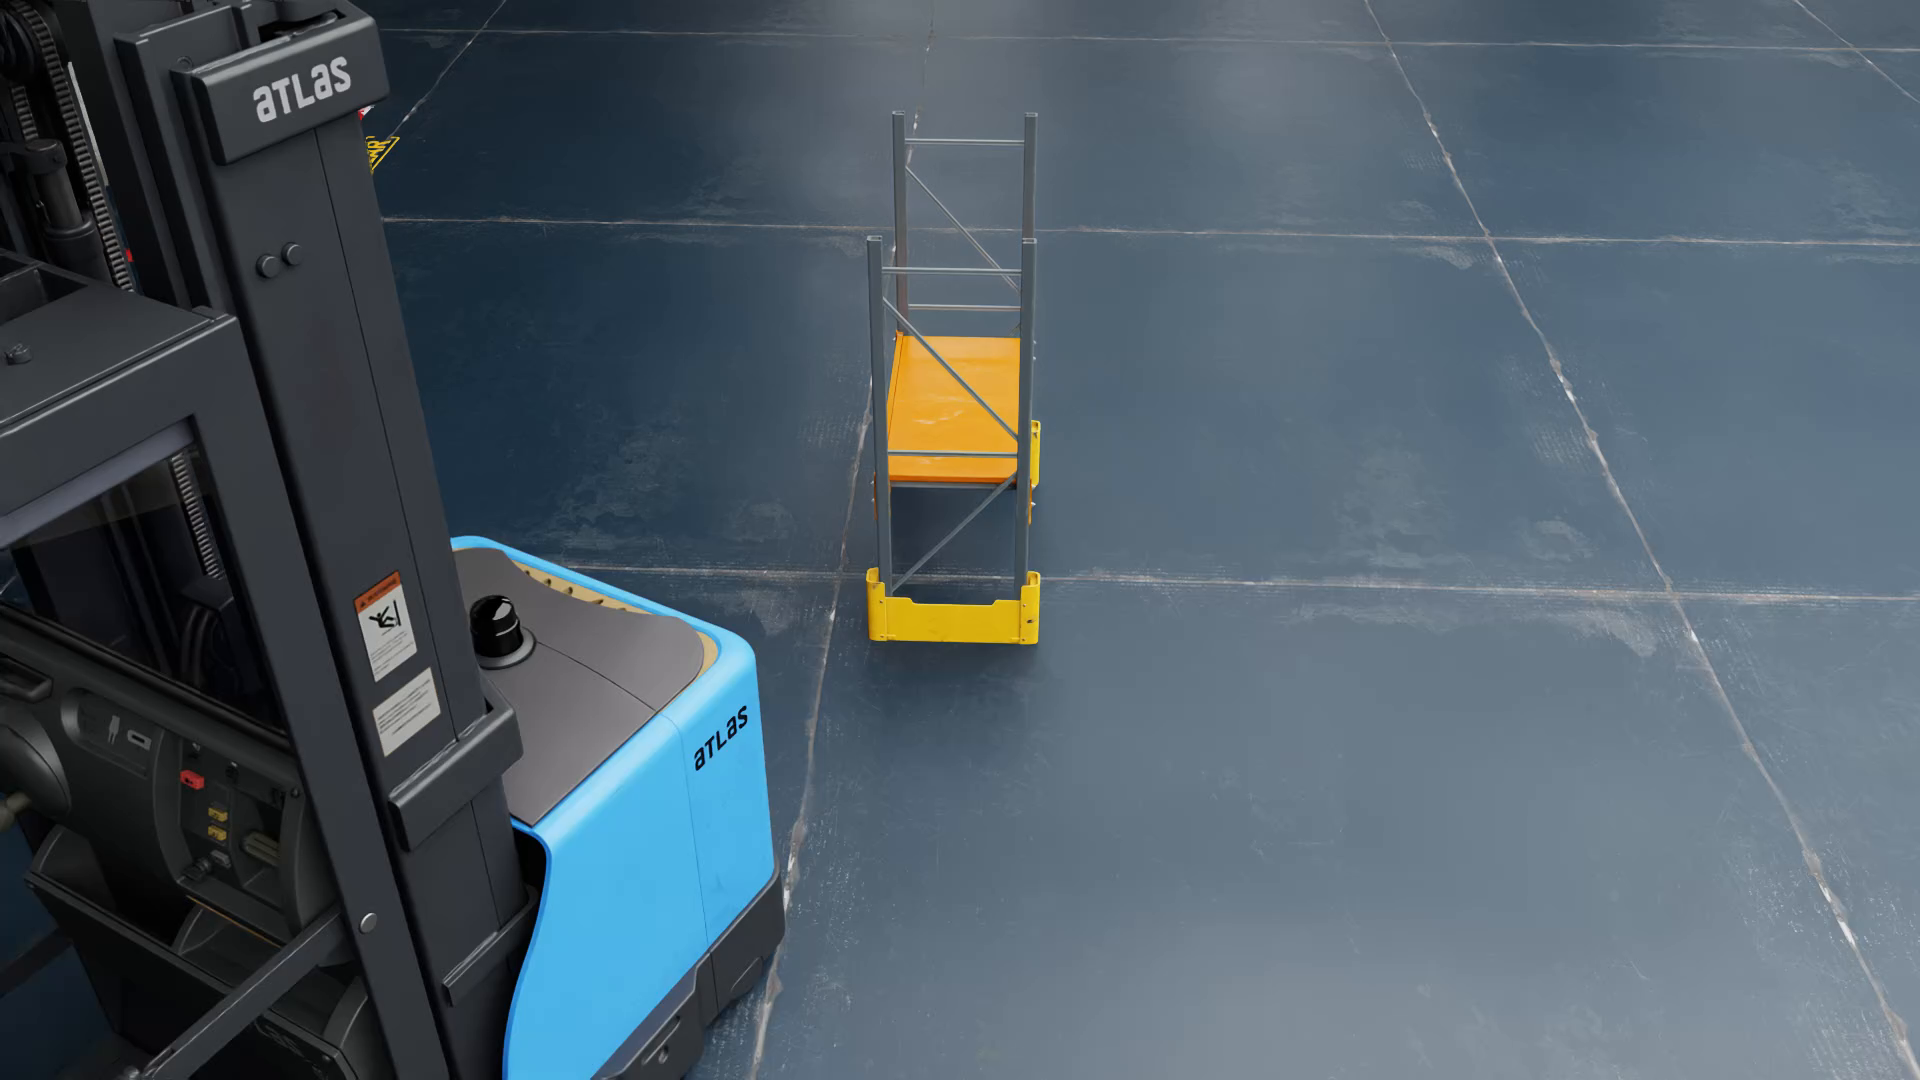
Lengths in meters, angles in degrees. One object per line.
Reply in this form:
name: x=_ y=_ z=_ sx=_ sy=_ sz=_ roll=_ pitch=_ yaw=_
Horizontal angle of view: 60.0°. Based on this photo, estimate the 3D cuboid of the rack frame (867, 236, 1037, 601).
rack frame: x=-0.024 y=-0.273 z=5.333 sx=0.500 sy=1.500 sz=0.032 roll=1 pitch=35 yaw=2

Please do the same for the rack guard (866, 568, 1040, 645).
rack guard: x=-0.023 y=0.228 z=5.709 sx=0.587 sy=0.250 sz=0.087 roll=1 pitch=35 yaw=2

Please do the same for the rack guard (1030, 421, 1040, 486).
rack guard: x=0.017 y=-0.345 z=6.523 sx=0.587 sy=0.250 sz=0.087 roll=1 pitch=35 yaw=2

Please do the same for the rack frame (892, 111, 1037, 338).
rack frame: x=0.017 y=-0.857 z=6.165 sx=0.500 sy=1.500 sz=0.032 roll=1 pitch=35 yaw=2

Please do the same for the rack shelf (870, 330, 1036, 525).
rack shelf: x=-0.003 y=-0.417 z=5.852 sx=0.538 sy=0.185 sz=1.000 roll=1 pitch=35 yaw=2

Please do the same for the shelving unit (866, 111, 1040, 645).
shelving unit: x=-0.003 y=-0.570 z=5.756 sx=0.587 sy=1.500 sz=1.083 roll=1 pitch=35 yaw=2

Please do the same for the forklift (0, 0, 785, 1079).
forklift: x=-1.654 y=0.518 z=2.964 sx=1.130 sy=2.935 sz=3.031 roll=18 pitch=39 yaw=24
